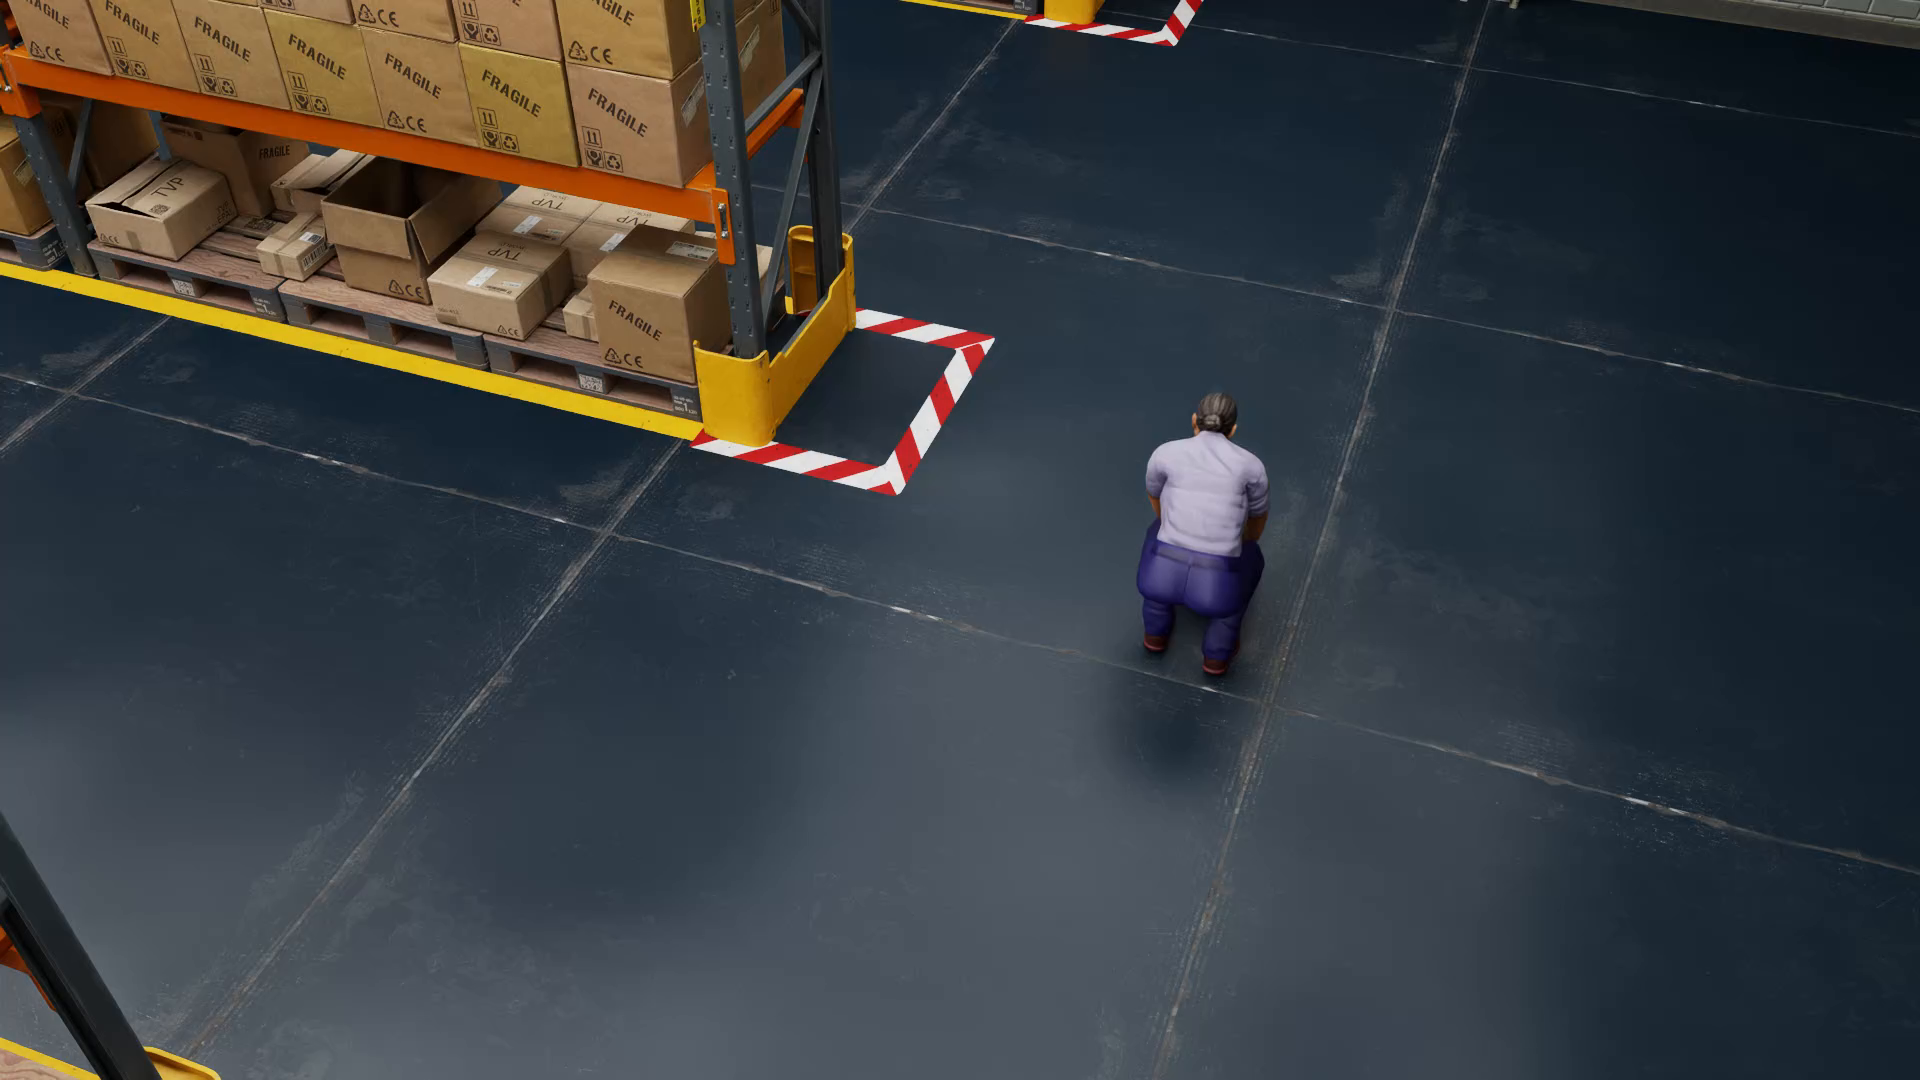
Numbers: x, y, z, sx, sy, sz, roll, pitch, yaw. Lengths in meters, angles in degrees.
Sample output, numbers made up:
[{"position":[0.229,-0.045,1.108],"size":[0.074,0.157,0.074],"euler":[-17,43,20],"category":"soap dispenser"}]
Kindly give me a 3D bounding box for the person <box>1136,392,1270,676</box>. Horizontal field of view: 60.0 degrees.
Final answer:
[{"position":[0.953,0.002,6.649],"size":[0.530,1.013,0.802],"euler":[14,44,15],"category":"person"}]
